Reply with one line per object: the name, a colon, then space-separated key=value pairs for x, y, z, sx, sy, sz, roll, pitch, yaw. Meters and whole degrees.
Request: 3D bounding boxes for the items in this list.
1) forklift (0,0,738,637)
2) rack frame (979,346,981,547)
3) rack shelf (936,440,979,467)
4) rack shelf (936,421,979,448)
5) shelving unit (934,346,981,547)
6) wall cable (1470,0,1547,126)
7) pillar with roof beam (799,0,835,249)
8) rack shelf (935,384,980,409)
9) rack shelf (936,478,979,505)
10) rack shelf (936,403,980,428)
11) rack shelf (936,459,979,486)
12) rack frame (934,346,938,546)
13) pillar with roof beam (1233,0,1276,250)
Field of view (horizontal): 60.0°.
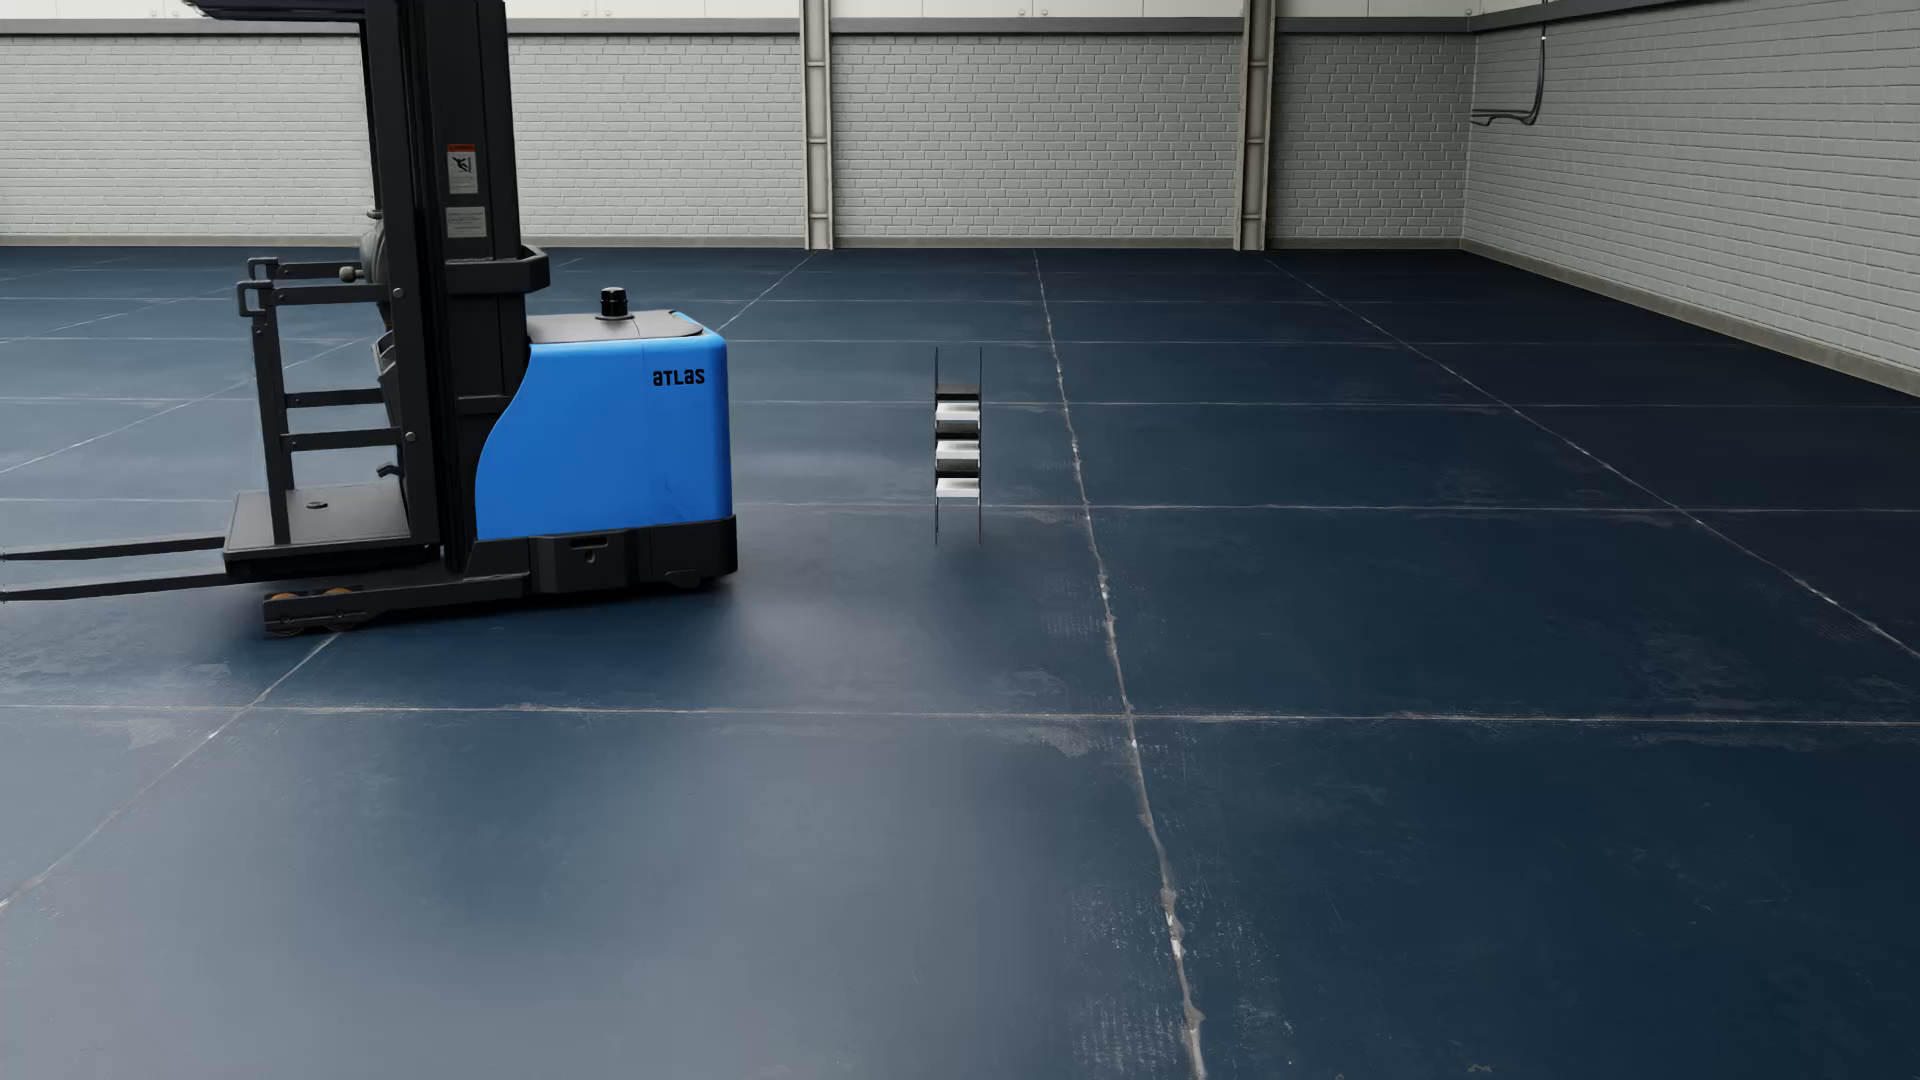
forklift: x=-2.519 y=-1.196 z=6.628 sx=3.031 sy=2.935 sz=1.130 roll=-5 pitch=16 yaw=-20
rack frame: x=0.094 y=-0.435 z=7.723 sx=0.006 sy=0.900 sz=0.240 roll=0 pitch=15 yaw=1
rack shelf: x=-0.008 y=-0.403 z=7.734 sx=0.200 sy=0.077 sz=0.258 roll=0 pitch=15 yaw=1
rack shelf: x=-0.008 y=-0.490 z=7.711 sx=0.200 sy=0.077 sz=0.258 roll=0 pitch=15 yaw=1
shelving unit: x=-0.008 y=-0.435 z=7.725 sx=0.210 sy=0.900 sz=0.258 roll=0 pitch=15 yaw=1
wall cable: x=6.945 y=-6.553 z=21.125 sx=0.112 sy=2.526 sz=3.097 roll=0 pitch=15 yaw=1
pillar with roof beam: x=-2.074 y=-7.352 z=18.067 sx=0.400 sy=9.000 sz=9.100 roll=0 pitch=15 yaw=1
rack shelf: x=-0.008 y=-0.664 z=7.665 sx=0.200 sy=0.077 sz=0.258 roll=0 pitch=15 yaw=1
rack shelf: x=-0.008 y=-0.229 z=7.780 sx=0.200 sy=0.077 sz=0.258 roll=0 pitch=15 yaw=1
rack shelf: x=-0.008 y=-0.577 z=7.688 sx=0.200 sy=0.077 sz=0.258 roll=0 pitch=15 yaw=1
rack shelf: x=-0.008 y=-0.316 z=7.757 sx=0.200 sy=0.077 sz=0.258 roll=0 pitch=15 yaw=1
rack frame: x=-0.110 y=-0.436 z=7.728 sx=0.006 sy=0.900 sz=0.240 roll=0 pitch=15 yaw=1
pillar with roof beam: x=3.924 y=-7.313 z=17.918 sx=0.400 sy=9.000 sz=9.100 roll=0 pitch=15 yaw=1
